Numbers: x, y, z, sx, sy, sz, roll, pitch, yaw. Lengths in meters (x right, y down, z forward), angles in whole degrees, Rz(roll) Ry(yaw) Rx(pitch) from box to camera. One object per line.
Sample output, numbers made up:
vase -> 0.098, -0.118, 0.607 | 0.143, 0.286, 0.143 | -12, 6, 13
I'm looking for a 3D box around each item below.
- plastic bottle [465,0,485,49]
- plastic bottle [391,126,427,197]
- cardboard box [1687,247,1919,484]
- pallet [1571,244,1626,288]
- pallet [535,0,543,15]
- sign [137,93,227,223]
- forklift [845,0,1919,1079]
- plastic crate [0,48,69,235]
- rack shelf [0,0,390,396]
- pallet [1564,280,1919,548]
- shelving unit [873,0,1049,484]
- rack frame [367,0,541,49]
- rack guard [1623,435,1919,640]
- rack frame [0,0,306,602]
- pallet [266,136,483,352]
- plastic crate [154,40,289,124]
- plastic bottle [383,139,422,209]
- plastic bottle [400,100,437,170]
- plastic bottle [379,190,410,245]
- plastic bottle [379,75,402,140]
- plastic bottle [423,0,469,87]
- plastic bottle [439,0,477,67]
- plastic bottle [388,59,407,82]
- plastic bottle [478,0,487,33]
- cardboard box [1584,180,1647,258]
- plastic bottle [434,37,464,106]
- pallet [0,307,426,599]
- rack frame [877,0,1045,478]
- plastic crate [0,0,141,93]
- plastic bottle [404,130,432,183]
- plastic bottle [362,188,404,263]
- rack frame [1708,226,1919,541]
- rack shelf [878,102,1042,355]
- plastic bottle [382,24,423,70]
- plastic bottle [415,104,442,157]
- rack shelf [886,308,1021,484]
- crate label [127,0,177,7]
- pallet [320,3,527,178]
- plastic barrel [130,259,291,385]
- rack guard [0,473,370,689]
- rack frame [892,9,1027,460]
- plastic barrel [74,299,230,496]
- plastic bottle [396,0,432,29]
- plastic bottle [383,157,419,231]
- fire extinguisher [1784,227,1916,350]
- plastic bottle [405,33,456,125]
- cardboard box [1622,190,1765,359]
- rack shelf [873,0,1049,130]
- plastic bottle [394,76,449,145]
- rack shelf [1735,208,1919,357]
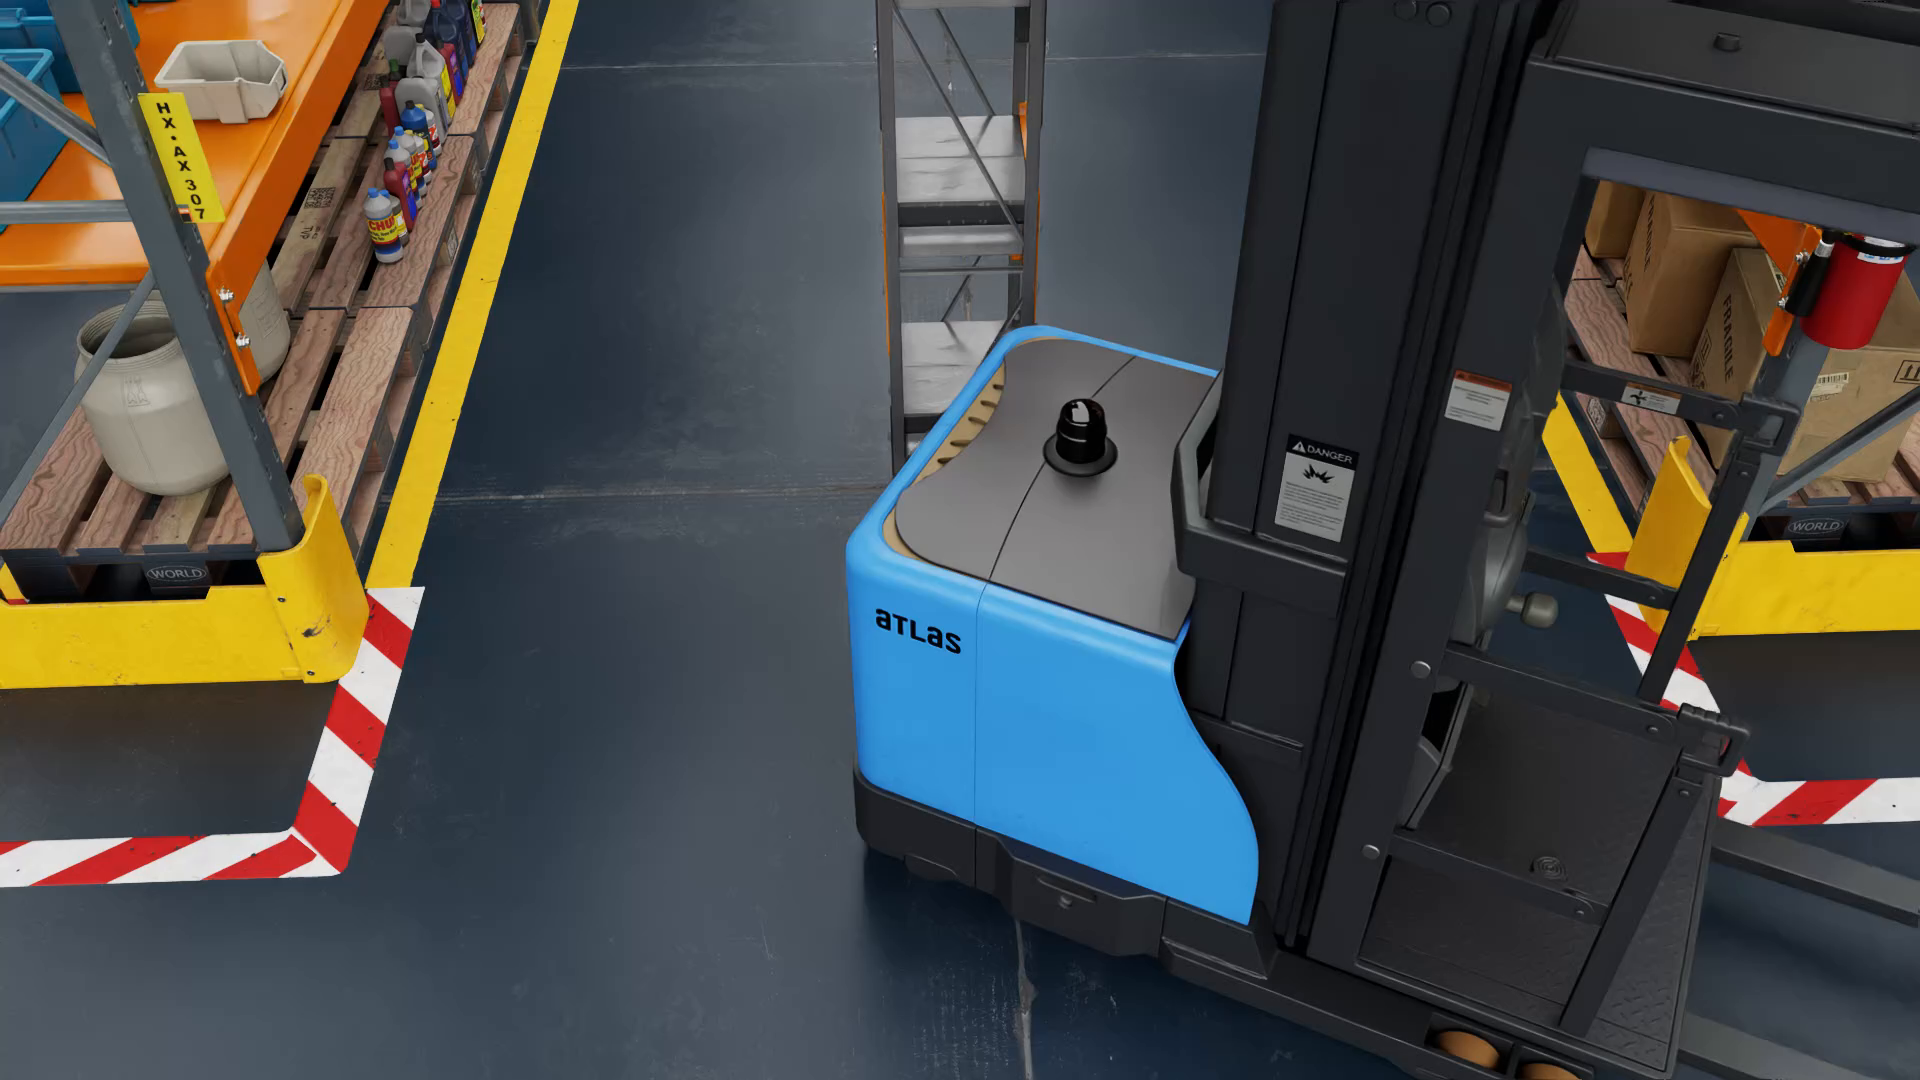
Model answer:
plastic bottle -> -2.129, -2.293, 7.216 | 0.061, 0.283, 0.133 | 0, 43, 0
plastic bottle -> -2.093, -1.435, 6.289 | 0.097, 0.271, 0.097 | 0, 43, 0
cardboard box -> 2.630, -0.544, 5.163 | 0.500, 0.500, 0.500 | 6, 43, 6
pallet -> 2.588, -1.283, 6.494 | 1.003, 0.211, 1.213 | -2, 43, -2
pallet -> -2.551, -2.948, 8.310 | 1.003, 0.211, 1.213 | -2, 43, -2
sign -> -1.759, -0.862, 3.765 | 0.100, 0.325, 0.005 | -2, 43, -2
forklift -> 1.288, -0.147, 3.241 | 3.031, 2.935, 1.130 | 18, 45, 18
plastic crate -> -2.629, -1.021, 4.254 | 0.499, 0.251, 0.616 | -2, 43, -2
rack shelf -> -2.394, -1.832, 5.561 | 1.077, 0.370, 4.000 | -2, 43, -2
pallet -> 2.637, -0.462, 5.597 | 1.003, 0.211, 1.213 | -2, 43, -2
shelving unit -> -0.007, -0.886, 4.662 | 0.431, 2.100, 0.503 | -2, 43, -2
rack frame -> -2.479, -3.447, 6.791 | 1.000, 3.000, 0.127 | -2, 43, -2
rack guard -> 2.636, -0.019, 4.900 | 1.175, 0.500, 0.348 | -2, 43, -2
rack frame -> -2.309, -0.747, 3.845 | 1.000, 3.000, 0.127 | -2, 43, -2
pallet -> -2.437, -1.139, 6.336 | 1.003, 0.211, 1.213 | -2, 43, -2
plastic crate -> -2.025, -1.263, 4.603 | 0.298, 0.136, 0.250 | -2, 43, -2
plastic bottle -> -2.089, -1.367, 6.215 | 0.097, 0.271, 0.097 | 0, 43, 0
plastic bottle -> -2.102, -1.572, 6.438 | 0.097, 0.271, 0.097 | 0, 43, 0
plastic bottle -> -2.079, -1.180, 6.063 | 0.097, 0.201, 0.097 | 0, 43, 0
plastic bottle -> -2.245, -1.721, 6.592 | 0.061, 0.283, 0.133 | -2, 43, -2
plastic bottle -> -2.155, -2.077, 6.930 | 0.144, 0.351, 0.185 | -4, 43, -4
plastic bottle -> -2.163, -2.206, 7.072 | 0.144, 0.351, 0.185 | -3, 43, -3
plastic bottle -> -2.243, -1.813, 6.693 | 0.061, 0.283, 0.133 | -2, 43, -2
plastic bottle -> -2.152, -2.342, 7.330 | 0.097, 0.201, 0.097 | 0, 43, 0
cardboard box -> 2.563, -1.370, 6.064 | 0.500, 0.500, 0.500 | 2, 43, 2
plastic bottle -> -2.107, -1.943, 6.835 | 0.061, 0.283, 0.133 | 1, 43, 1
pallet -> -2.388, -0.317, 5.440 | 1.003, 0.211, 1.213 | -2, 43, -2
rack frame -> 0.003, -0.721, 4.483 | 0.400, 2.100, 0.015 | -2, 43, -2
plastic crate -> -2.651, -1.460, 4.733 | 0.499, 0.251, 0.408 | -2, 43, -2
plastic bottle -> -2.098, -1.476, 6.386 | 0.097, 0.201, 0.097 | 0, 43, 0
plastic bottle -> -2.075, -1.136, 5.963 | 0.097, 0.271, 0.097 | 0, 43, 0
rack frame -> 2.640, -0.889, 4.000 | 1.000, 3.000, 0.127 | -2, 43, -2
rack shelf -> -0.007, -0.876, 4.672 | 0.431, 0.518, 0.480 | -2, 43, -2
plastic bottle -> -2.302, -2.028, 6.933 | 0.152, 0.276, 0.135 | -2, 43, -2
plastic bottle -> -2.106, -1.615, 6.537 | 0.097, 0.201, 0.097 | 0, 43, 0
rack shelf -> -0.007, -0.360, 5.145 | 0.431, 0.518, 0.480 | -2, 43, -2
crate label -> -2.657, -1.994, 5.180 | 0.502, 0.435, 0.616 | -2, 43, -2
pallet -> -2.492, -1.964, 7.237 | 1.003, 0.211, 1.213 | -2, 43, -2
plastic barrel -> -2.434, -0.765, 5.395 | 0.421, 0.512, 0.421 | 0, 43, 0
rack guard -> -2.359, 0.125, 4.744 | 1.175, 0.500, 0.348 | -2, 43, -2
rack frame -> -0.017, -1.051, 4.842 | 0.400, 2.100, 0.015 | -2, 43, -2
plastic barrel -> -2.413, -0.426, 5.026 | 0.421, 0.512, 0.421 | 0, 43, 0
plastic bottle -> -2.307, -2.202, 7.067 | 0.144, 0.351, 0.185 | -2, 43, -2
plastic bottle -> -2.066, -1.294, 6.126 | 0.061, 0.283, 0.133 | -1, 43, -1
fire extinguisher -> 2.184, -0.770, 3.927 | 0.296, 0.674, 0.183 | -2, 43, -2
plastic bottle -> -2.142, -1.859, 6.693 | 0.144, 0.351, 0.185 | -2, 43, -2
cardboard box -> 2.570, -0.947, 5.602 | 0.500, 0.500, 0.500 | 9, 43, 9
rack shelf -> -0.007, -1.392, 4.199 | 0.431, 0.518, 0.480 | -2, 43, -2
plastic bottle -> -2.139, -1.721, 6.598 | 0.152, 0.276, 0.135 | -1, 43, -1
rack shelf -> 2.555, -1.974, 5.716 | 1.077, 0.370, 4.000 | -2, 43, -2
